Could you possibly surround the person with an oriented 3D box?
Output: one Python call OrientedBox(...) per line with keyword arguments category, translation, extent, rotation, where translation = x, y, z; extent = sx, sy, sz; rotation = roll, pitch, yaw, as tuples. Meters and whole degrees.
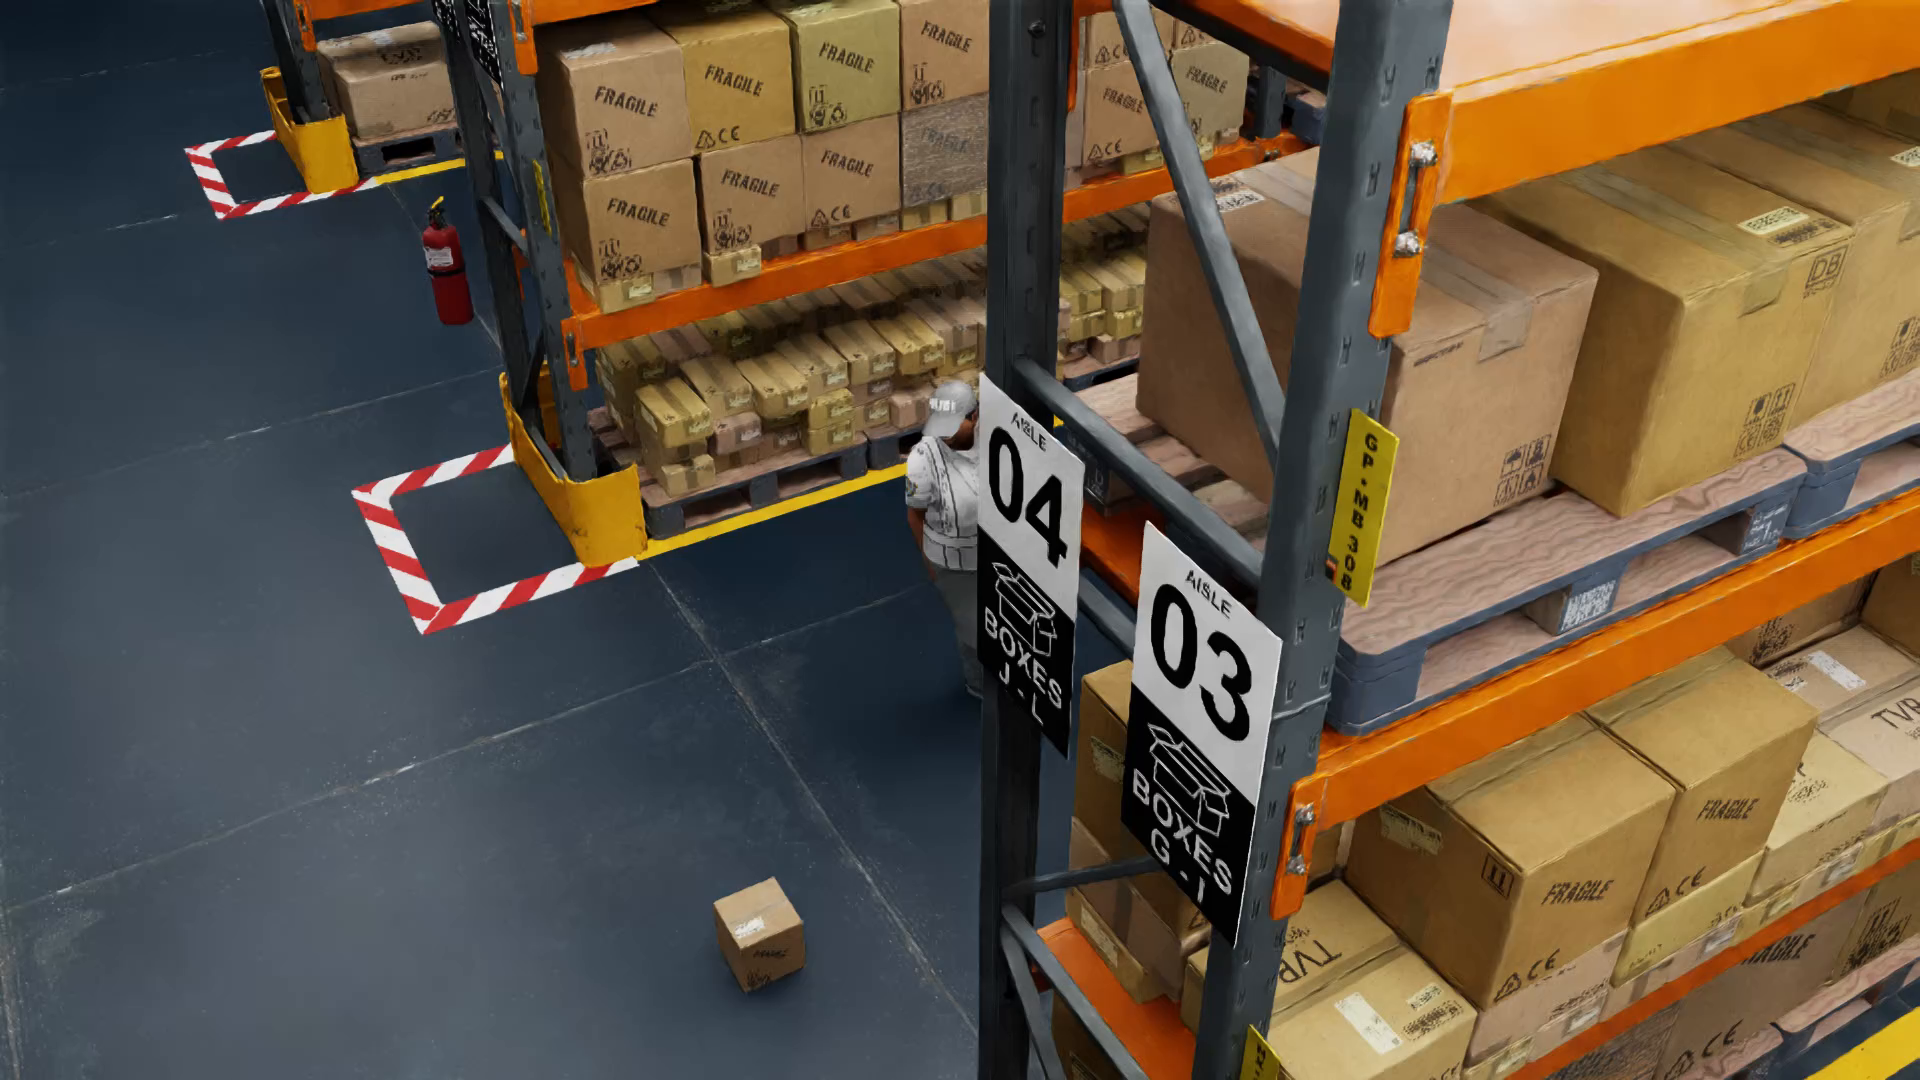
OrientedBox(category="person", translation=(0.123, 0.037, 6.891), extent=(0.660, 1.656, 0.431), rotation=(-19, 41, -23))
